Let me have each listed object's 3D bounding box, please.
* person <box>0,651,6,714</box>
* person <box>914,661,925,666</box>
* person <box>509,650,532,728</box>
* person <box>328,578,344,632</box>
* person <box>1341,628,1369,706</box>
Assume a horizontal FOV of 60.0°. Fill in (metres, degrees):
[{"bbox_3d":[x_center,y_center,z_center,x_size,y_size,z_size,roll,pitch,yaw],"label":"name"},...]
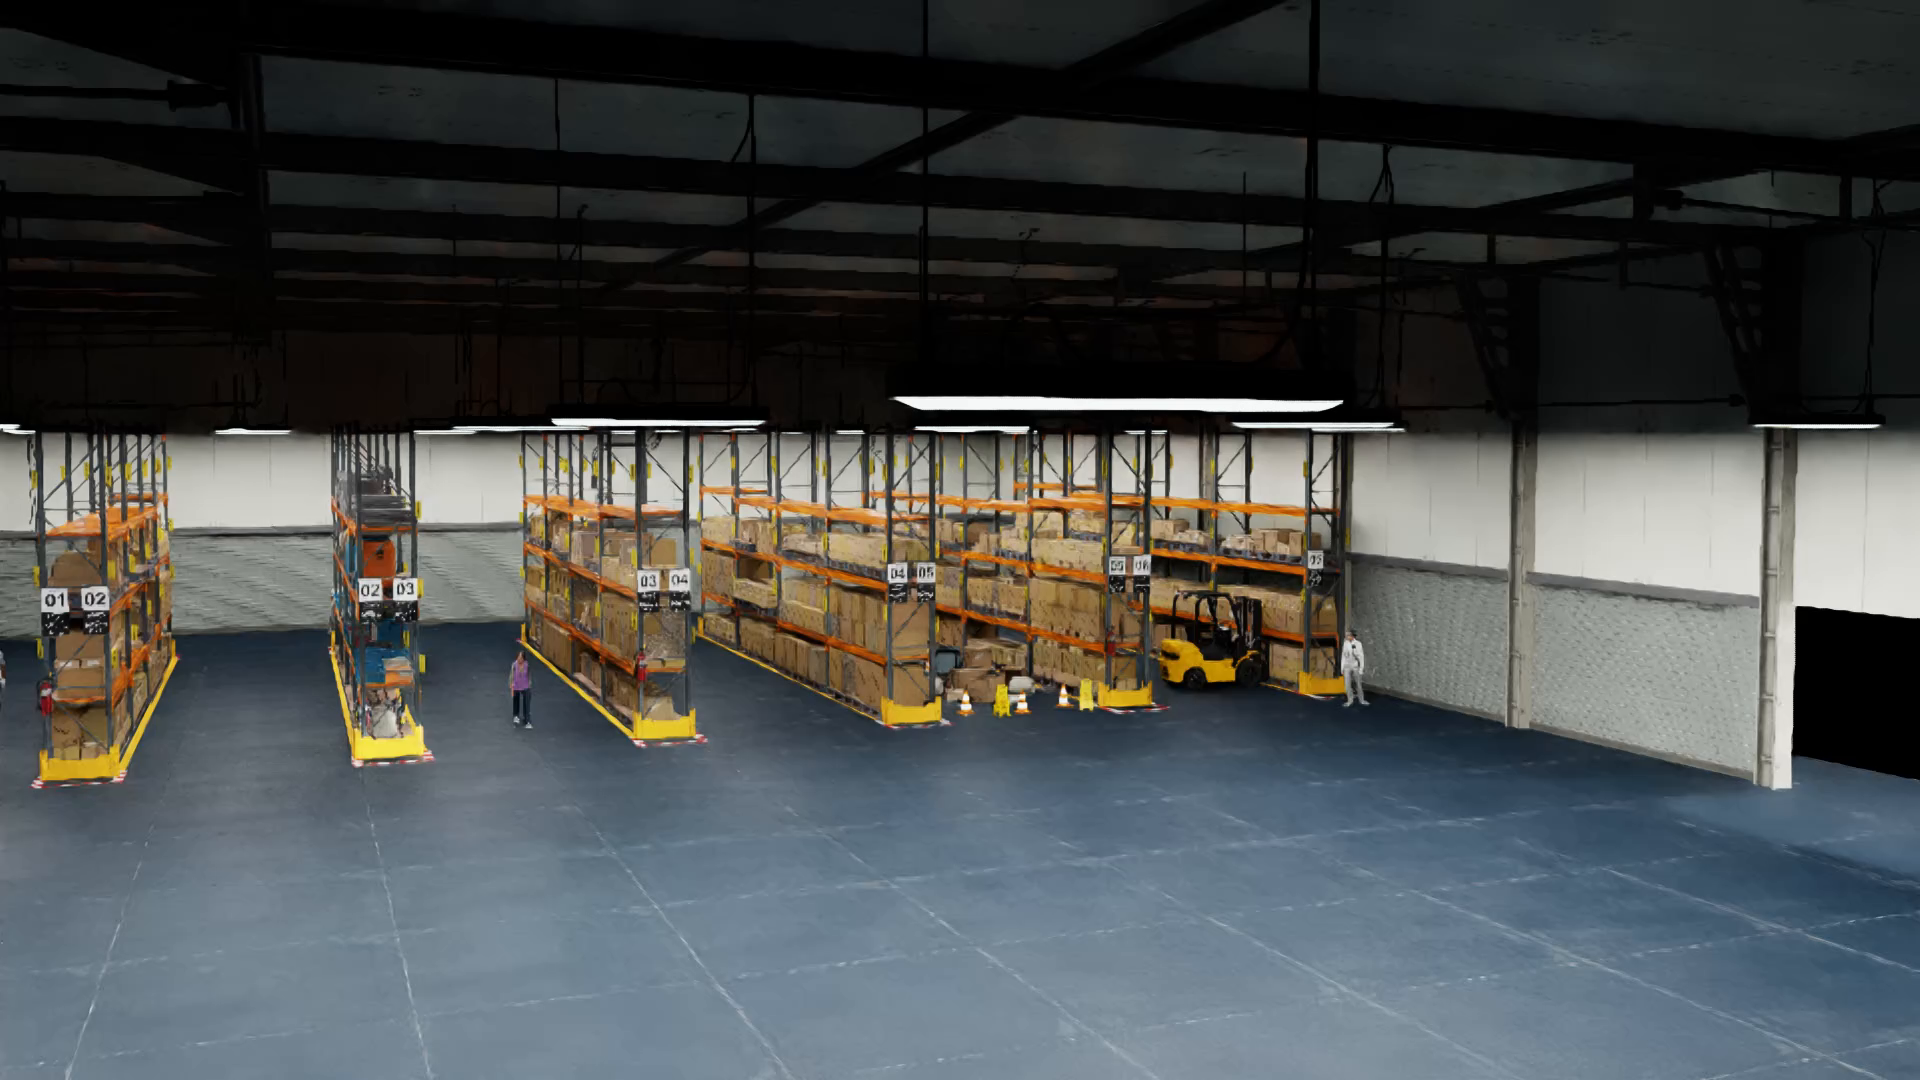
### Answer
[{"bbox_3d":[-19.337,2.786,33.142,0.579,1.732,1.042,-2,4,-23],"label":"person"},{"bbox_3d":[-1.116,2.298,41.248,0.542,1.667,0.571,0,4,5],"label":"person"},{"bbox_3d":[-8.644,2.925,32.683,0.417,1.480,1.037,-1,4,-20],"label":"person"},{"bbox_3d":[-18.064,1.885,48.427,0.617,1.609,0.812,-3,5,-40],"label":"person"},{"bbox_3d":[8.385,2.691,35.361,0.570,1.667,0.524,3,5,41],"label":"person"}]
